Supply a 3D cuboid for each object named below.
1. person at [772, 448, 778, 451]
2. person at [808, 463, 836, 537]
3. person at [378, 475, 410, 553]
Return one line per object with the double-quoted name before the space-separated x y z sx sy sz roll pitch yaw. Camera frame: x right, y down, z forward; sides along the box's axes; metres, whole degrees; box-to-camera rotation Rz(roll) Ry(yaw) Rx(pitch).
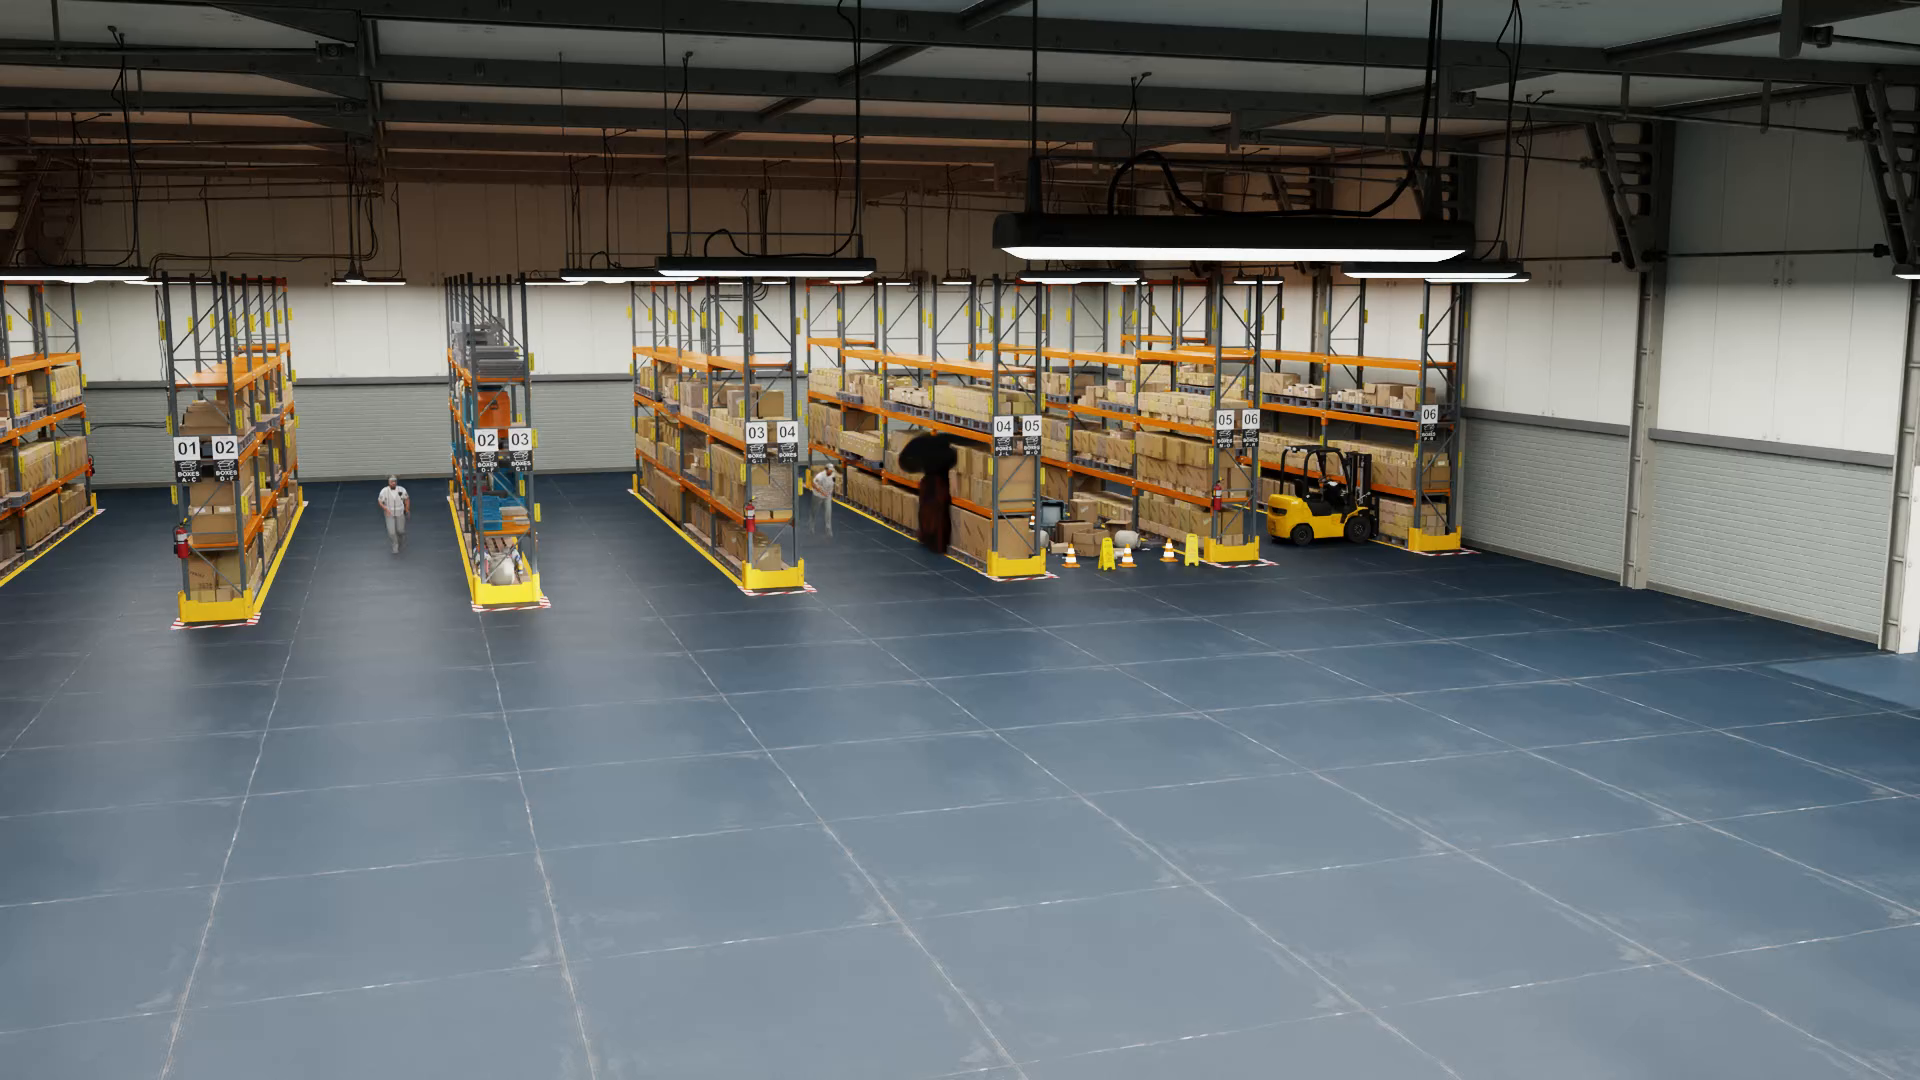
"person" -5.352 -2.235 47.328 0.629 1.724 0.653 -2 9 -14
"person" -3.089 -0.930 37.229 0.638 1.647 0.975 -7 11 -41
"person" -12.285 -0.567 36.138 0.639 1.722 0.614 -3 9 -19
